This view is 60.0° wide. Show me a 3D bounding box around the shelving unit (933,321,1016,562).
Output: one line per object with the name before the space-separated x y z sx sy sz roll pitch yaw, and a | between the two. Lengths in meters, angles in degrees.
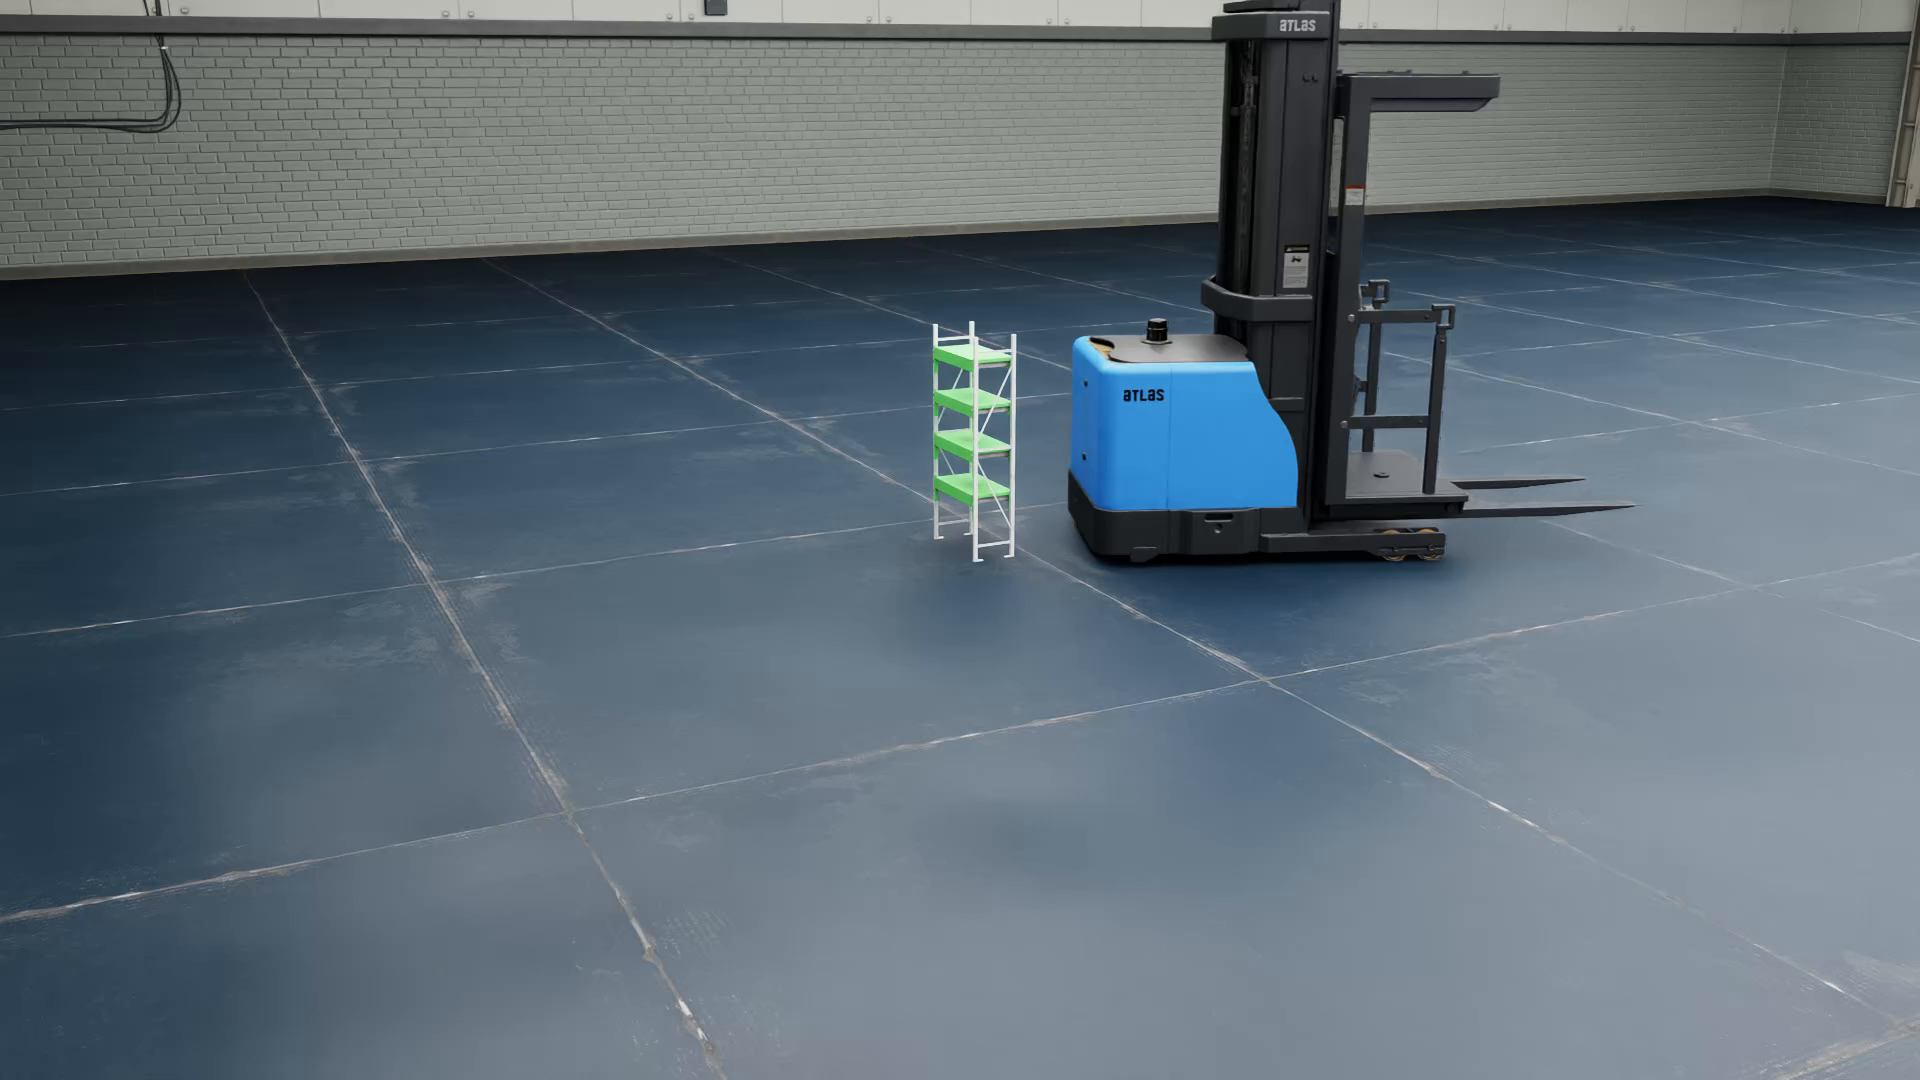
shelving unit | 0.073 -0.536 8.942 0.258 1.200 0.503 -8 18 -25

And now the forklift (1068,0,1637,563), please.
forklift | 2.170 -1.438 8.948 3.031 2.935 1.130 -1 16 -5

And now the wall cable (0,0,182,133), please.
wall cable | -11.043 -6.078 19.745 3.097 2.526 0.112 -8 18 -25

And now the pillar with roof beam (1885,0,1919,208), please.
pillar with roof beam | 13.506 -9.966 27.666 9.100 9.000 0.400 -8 18 -25

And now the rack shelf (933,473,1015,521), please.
rack shelf | 0.073 -0.244 9.026 0.258 0.148 0.480 -8 18 -25

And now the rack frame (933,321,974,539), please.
rack frame | -0.034 -0.596 9.153 0.240 1.200 0.015 -8 18 -25

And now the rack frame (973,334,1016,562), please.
rack frame | 0.179 -0.475 8.731 0.240 1.200 0.015 -8 18 -25

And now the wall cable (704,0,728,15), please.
wall cable | -2.502 -10.348 22.832 2.305 6.003 0.169 -8 18 -25

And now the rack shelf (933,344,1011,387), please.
rack shelf | 0.073 -0.936 8.827 0.258 0.148 0.480 -8 18 -25

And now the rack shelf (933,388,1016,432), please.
rack shelf | 0.073 -0.705 8.894 0.258 0.148 0.480 -8 18 -25

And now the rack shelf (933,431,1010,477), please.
rack shelf | 0.073 -0.474 8.960 0.258 0.148 0.480 -8 18 -25
